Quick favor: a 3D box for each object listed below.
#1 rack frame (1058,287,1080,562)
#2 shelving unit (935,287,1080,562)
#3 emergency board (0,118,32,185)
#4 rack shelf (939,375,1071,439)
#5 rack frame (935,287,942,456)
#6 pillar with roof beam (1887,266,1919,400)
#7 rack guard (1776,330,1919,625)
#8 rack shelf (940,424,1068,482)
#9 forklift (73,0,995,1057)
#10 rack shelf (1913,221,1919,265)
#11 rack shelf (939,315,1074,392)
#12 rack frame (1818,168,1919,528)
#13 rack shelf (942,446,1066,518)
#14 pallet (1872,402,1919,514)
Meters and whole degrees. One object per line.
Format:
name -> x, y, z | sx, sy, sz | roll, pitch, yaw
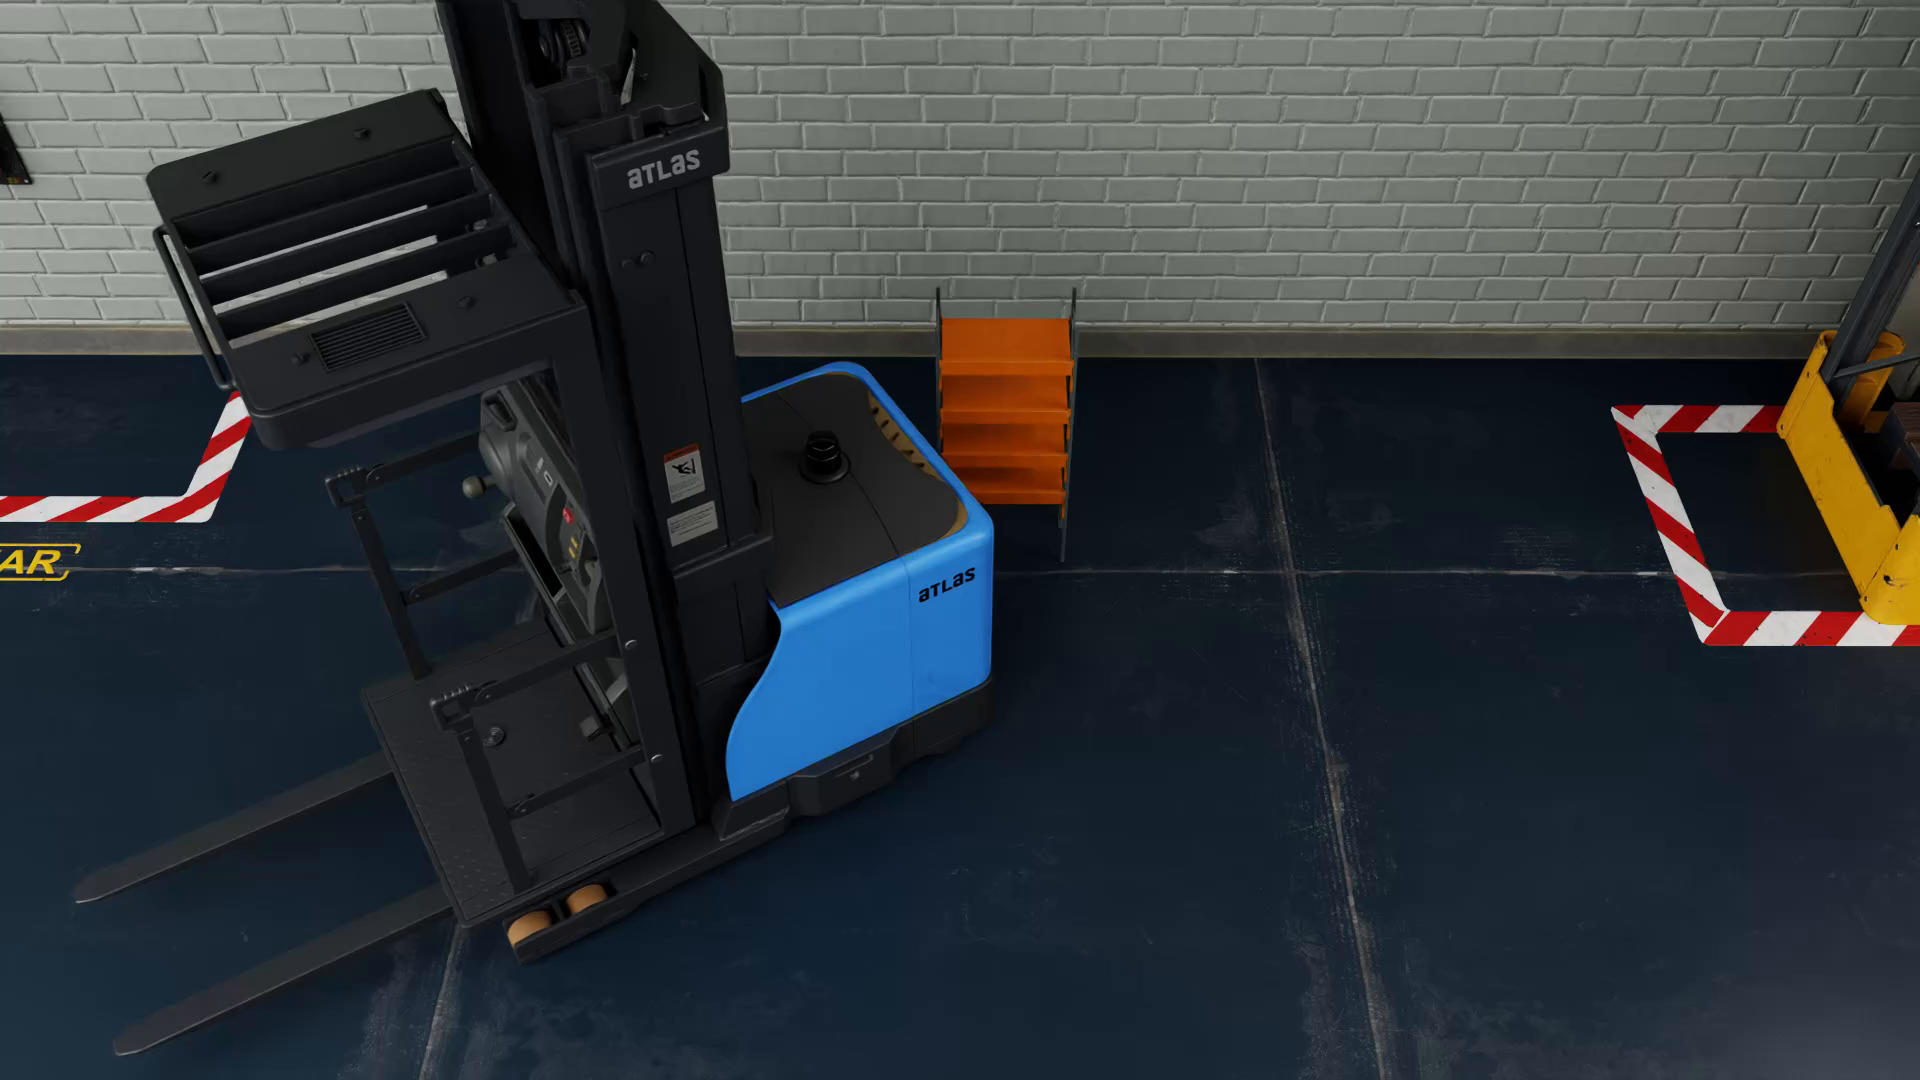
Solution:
rack frame -> 0.410, -0.408, 6.310 | 0.015, 1.200, 0.240 | 0, 47, 0
shelving unit -> 0.166, -0.408, 6.310 | 0.503, 1.200, 0.258 | 0, 47, 0
emergency board -> -4.138, -1.804, 6.380 | 0.643, 1.169, 0.194 | 0, 47, 0
rack shelf -> 0.166, -0.515, 6.196 | 0.480, 0.148, 0.258 | 0, 47, 0
rack frame -> -0.078, -0.409, 6.311 | 0.015, 1.200, 0.240 | 0, 47, 0
pillar with roof beam -> 4.317, -0.645, 1.203 | 0.400, 9.000, 9.100 | 0, 47, 0
rack guard -> 3.705, -0.269, 6.659 | 0.348, 0.500, 1.175 | 0, 47, 0
rack shelf -> 0.166, -0.362, 6.360 | 0.480, 0.148, 0.258 | 0, 47, 0
forklift -> -1.405, -0.070, 4.813 | 3.031, 2.935, 1.130 | -24, 51, -20
rack shelf -> 5.629, -0.871, 6.003 | 4.000, 0.370, 1.077 | 0, 47, 0
rack shelf -> 0.166, -0.676, 6.023 | 0.480, 0.148, 0.258 | 0, 47, 0
rack frame -> 3.629, -1.121, 5.745 | 0.127, 3.000, 1.000 | 0, 47, 0
rack shelf -> 0.166, -0.227, 6.505 | 0.480, 0.148, 0.258 | 0, 47, 0
pallet -> 4.518, -0.143, 6.739 | 1.213, 0.211, 1.003 | 0, 47, 0
